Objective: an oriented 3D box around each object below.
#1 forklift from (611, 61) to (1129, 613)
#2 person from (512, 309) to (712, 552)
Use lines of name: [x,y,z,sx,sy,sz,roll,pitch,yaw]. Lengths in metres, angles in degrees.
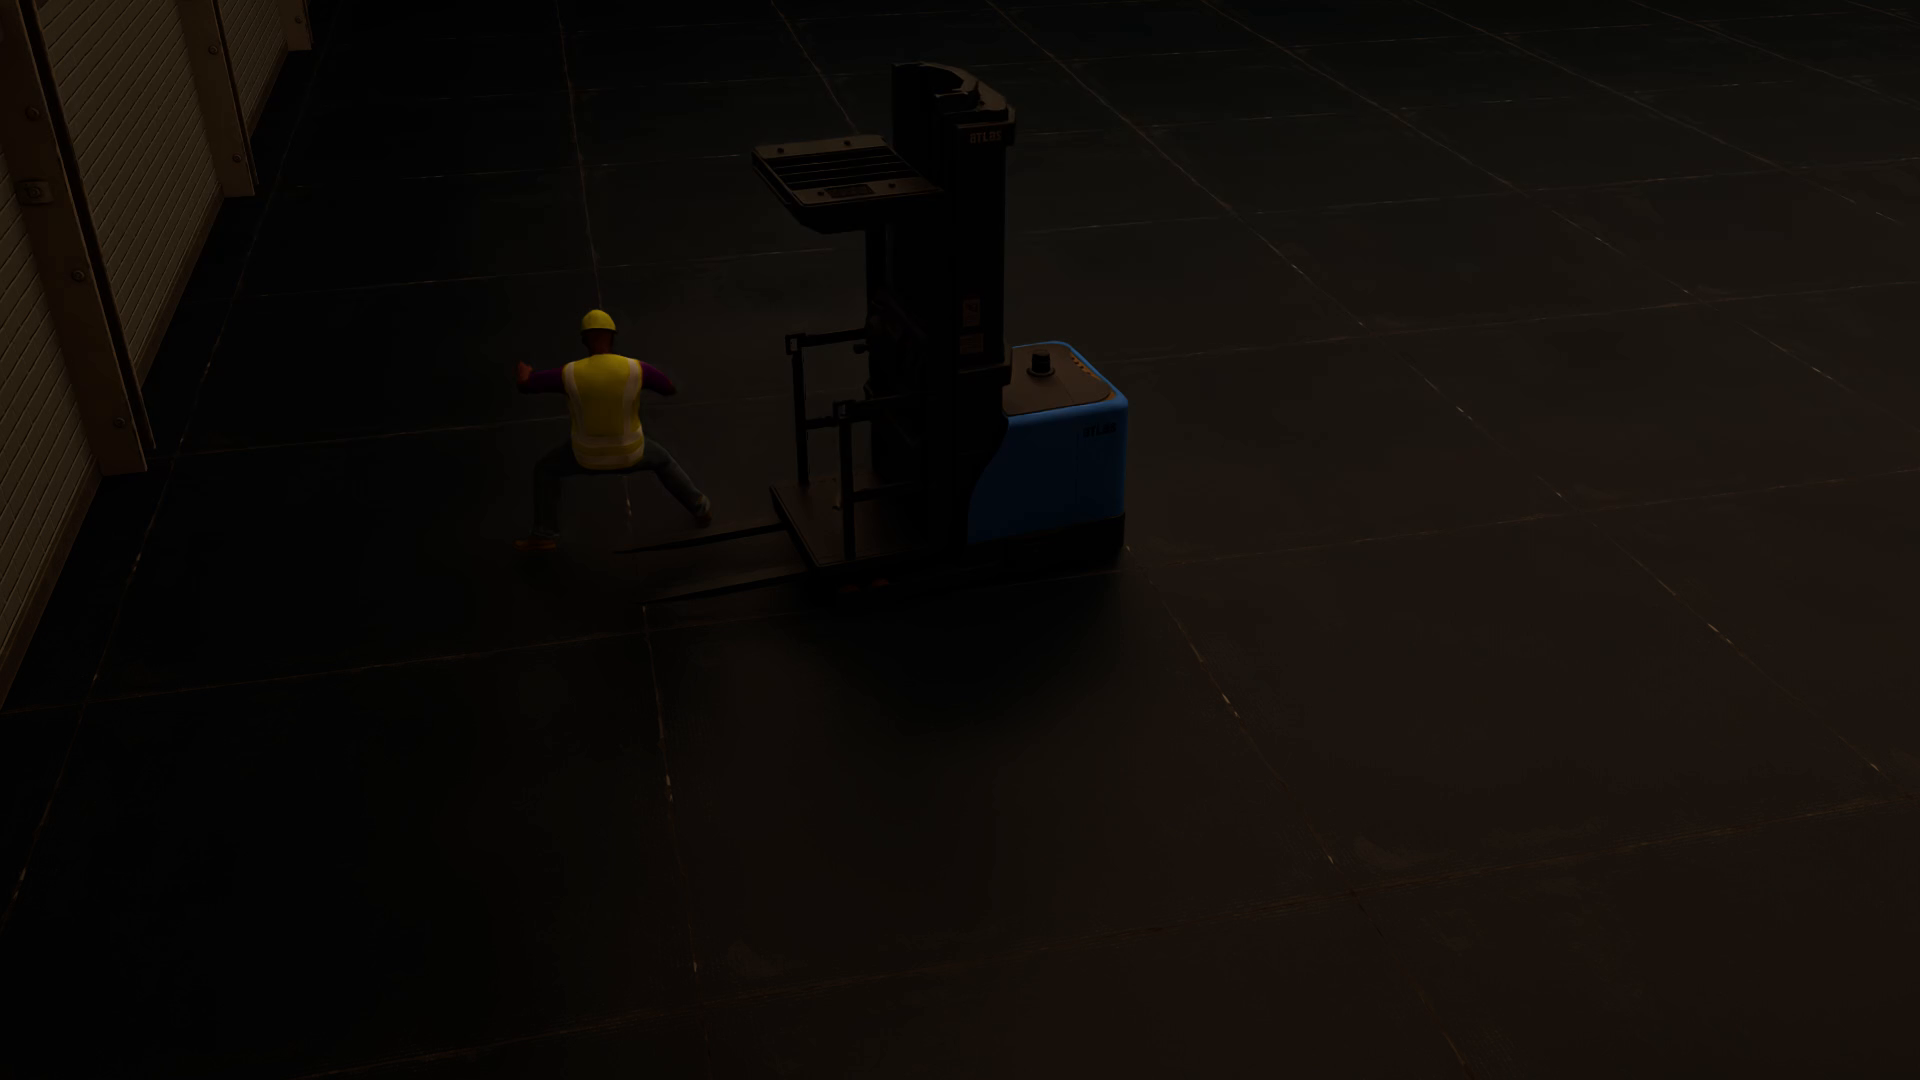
forklift: [-0.560,-1.137,9.538,3.031,2.935,1.130,-11,32,-18]
person: [-2.172,-0.689,10.077,1.222,1.533,0.719,-5,30,-9]
